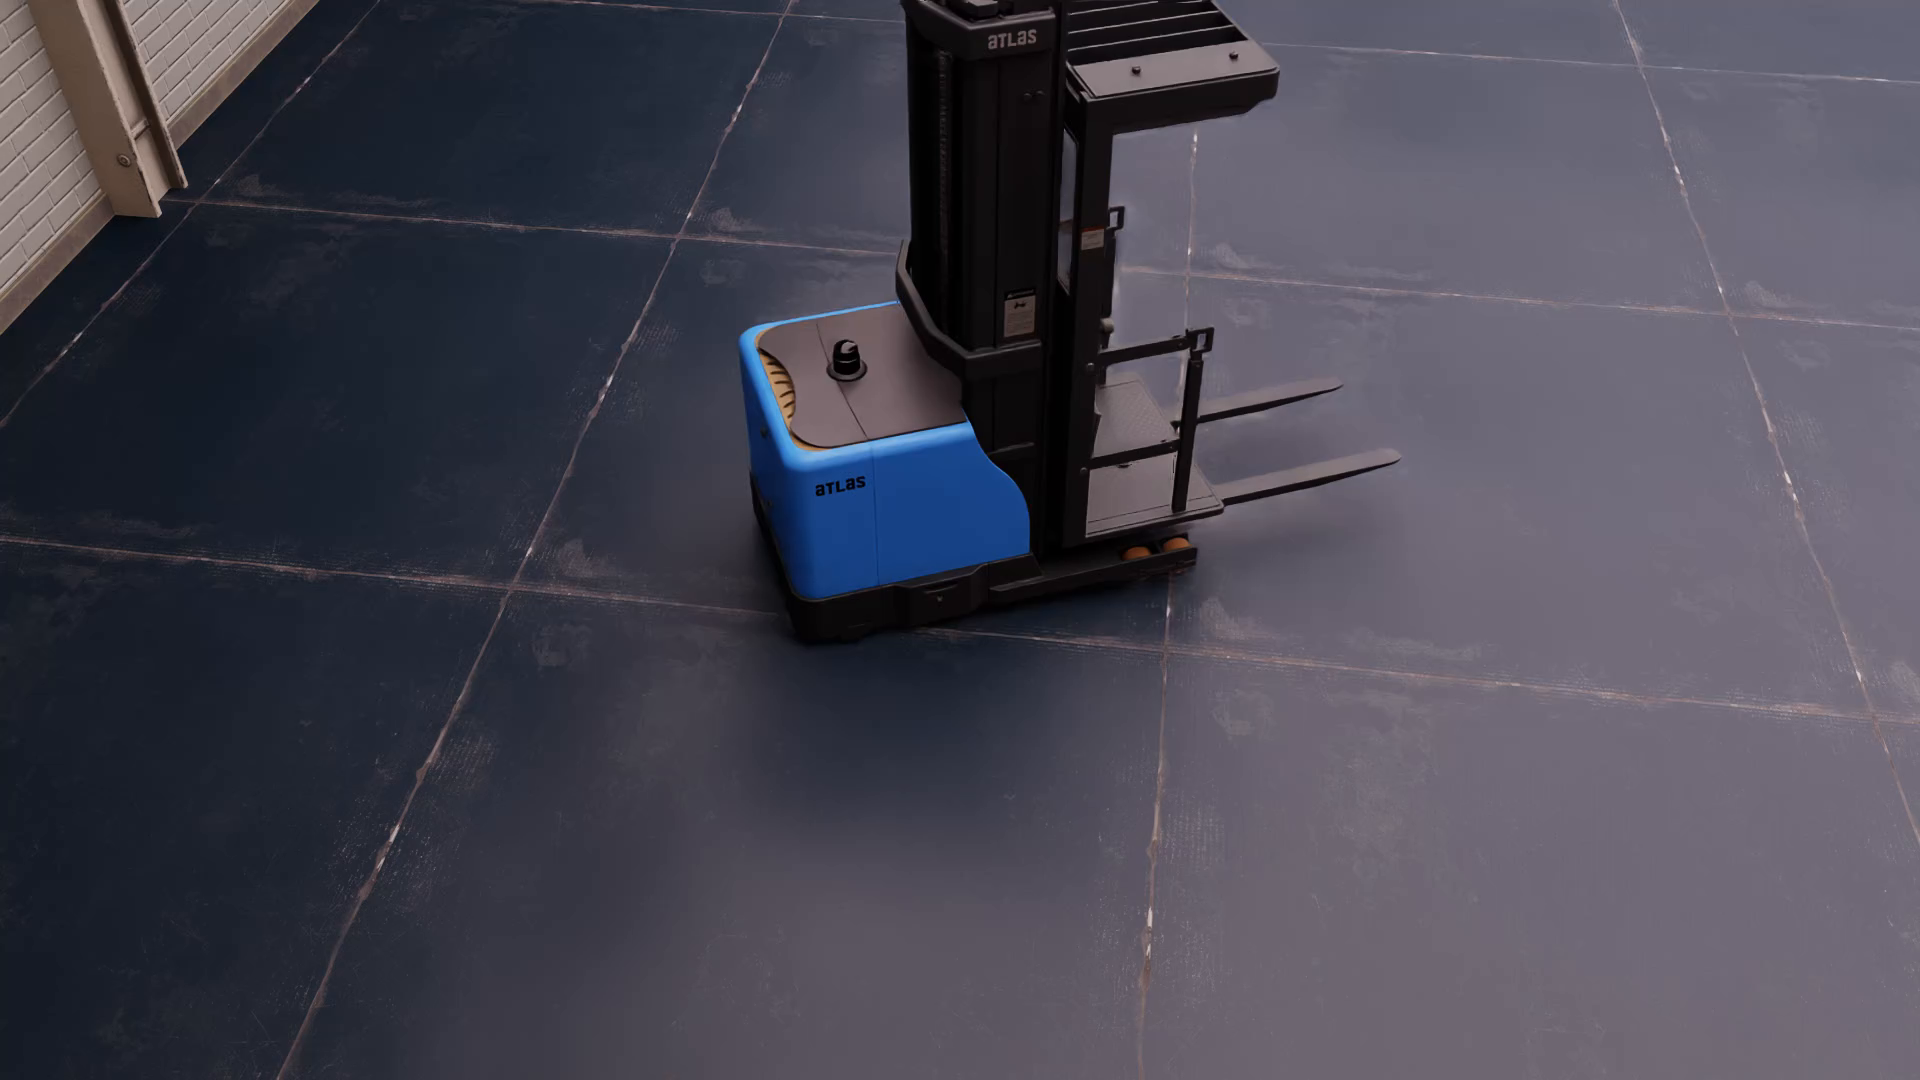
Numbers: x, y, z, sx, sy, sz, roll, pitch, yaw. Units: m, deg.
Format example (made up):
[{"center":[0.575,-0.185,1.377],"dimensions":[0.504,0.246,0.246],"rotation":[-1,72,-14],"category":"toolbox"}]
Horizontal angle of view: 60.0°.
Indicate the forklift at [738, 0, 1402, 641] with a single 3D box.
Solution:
[{"center":[0.583,-1.215,7.047],"dimensions":[3.031,2.935,1.130],"rotation":[-12,44,-13],"category":"forklift"}]
